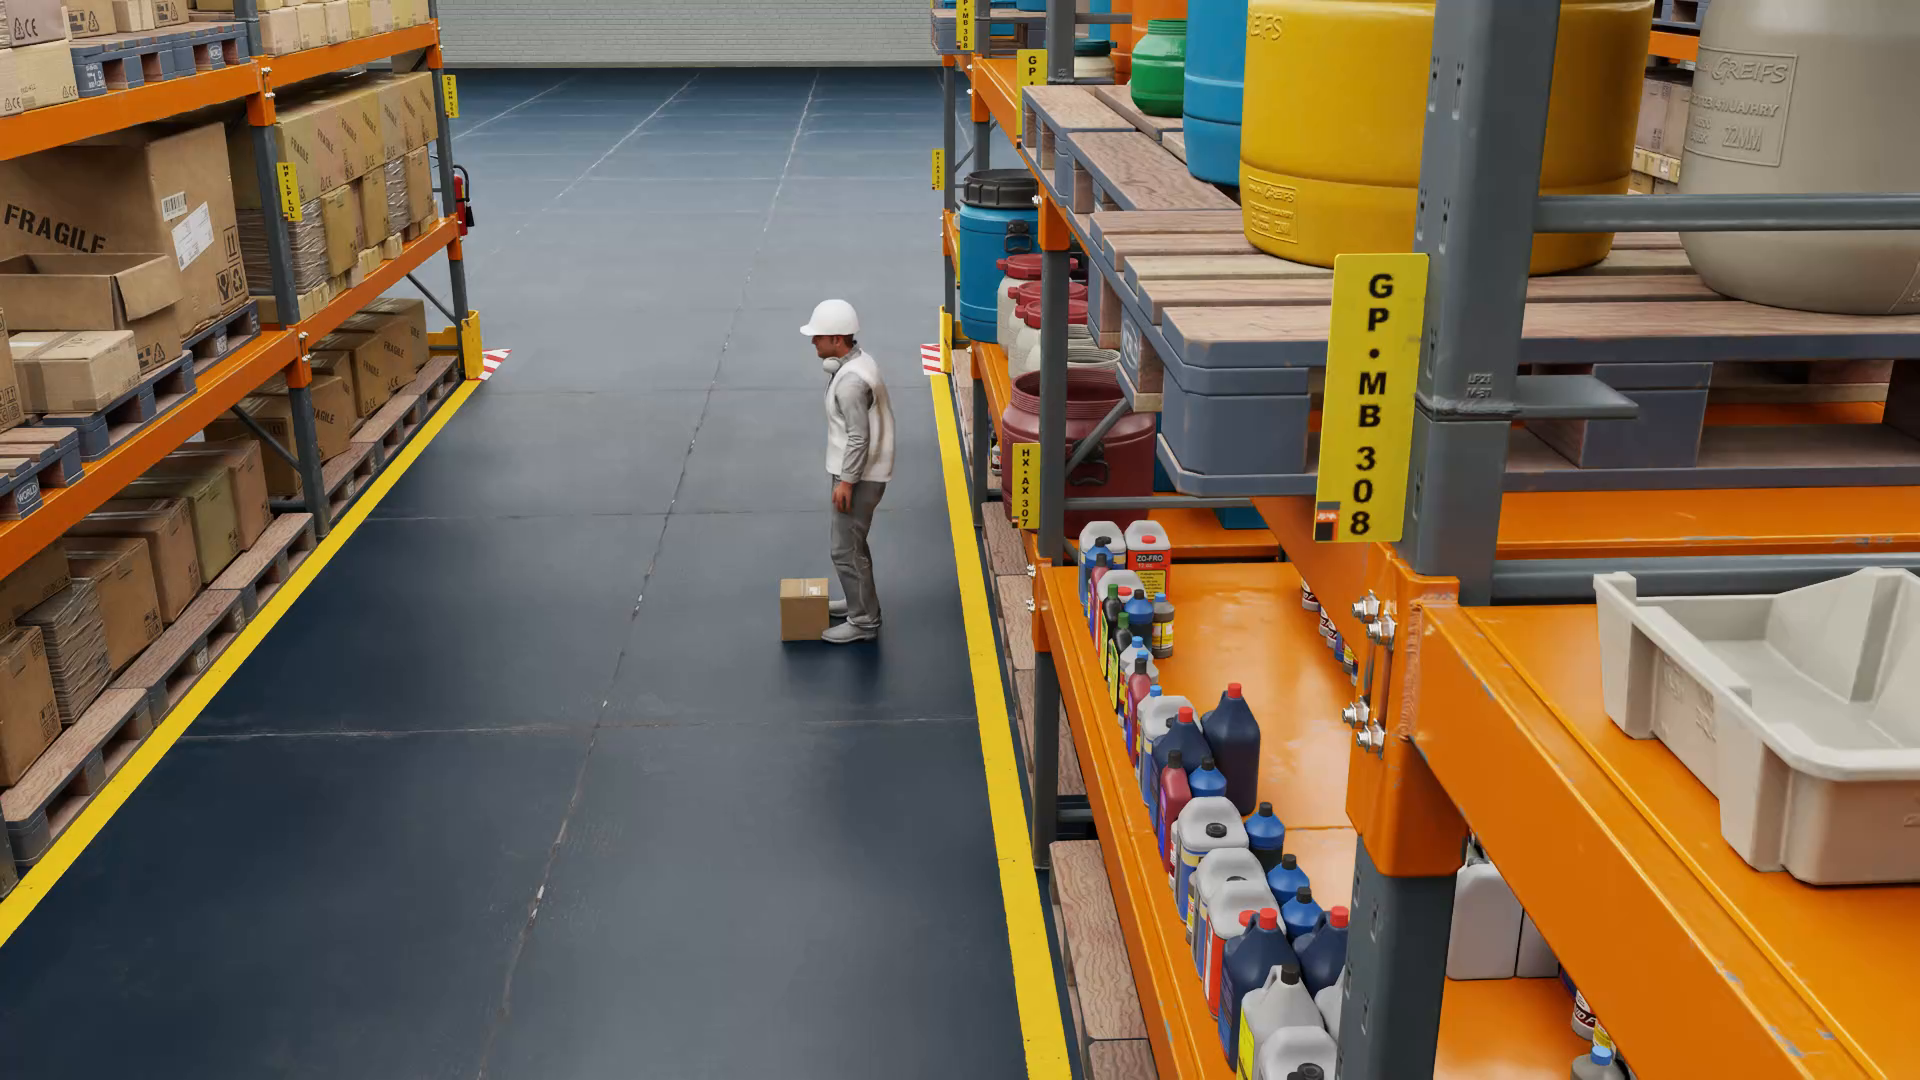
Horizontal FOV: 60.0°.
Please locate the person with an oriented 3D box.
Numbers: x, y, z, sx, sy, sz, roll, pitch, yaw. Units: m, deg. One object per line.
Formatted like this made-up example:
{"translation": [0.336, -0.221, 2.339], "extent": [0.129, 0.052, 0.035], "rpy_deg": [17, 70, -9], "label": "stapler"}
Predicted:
{"translation": [-0.560, -0.357, 8.506], "extent": [0.464, 1.771, 0.581], "rpy_deg": [-1, 20, -3], "label": "person"}
